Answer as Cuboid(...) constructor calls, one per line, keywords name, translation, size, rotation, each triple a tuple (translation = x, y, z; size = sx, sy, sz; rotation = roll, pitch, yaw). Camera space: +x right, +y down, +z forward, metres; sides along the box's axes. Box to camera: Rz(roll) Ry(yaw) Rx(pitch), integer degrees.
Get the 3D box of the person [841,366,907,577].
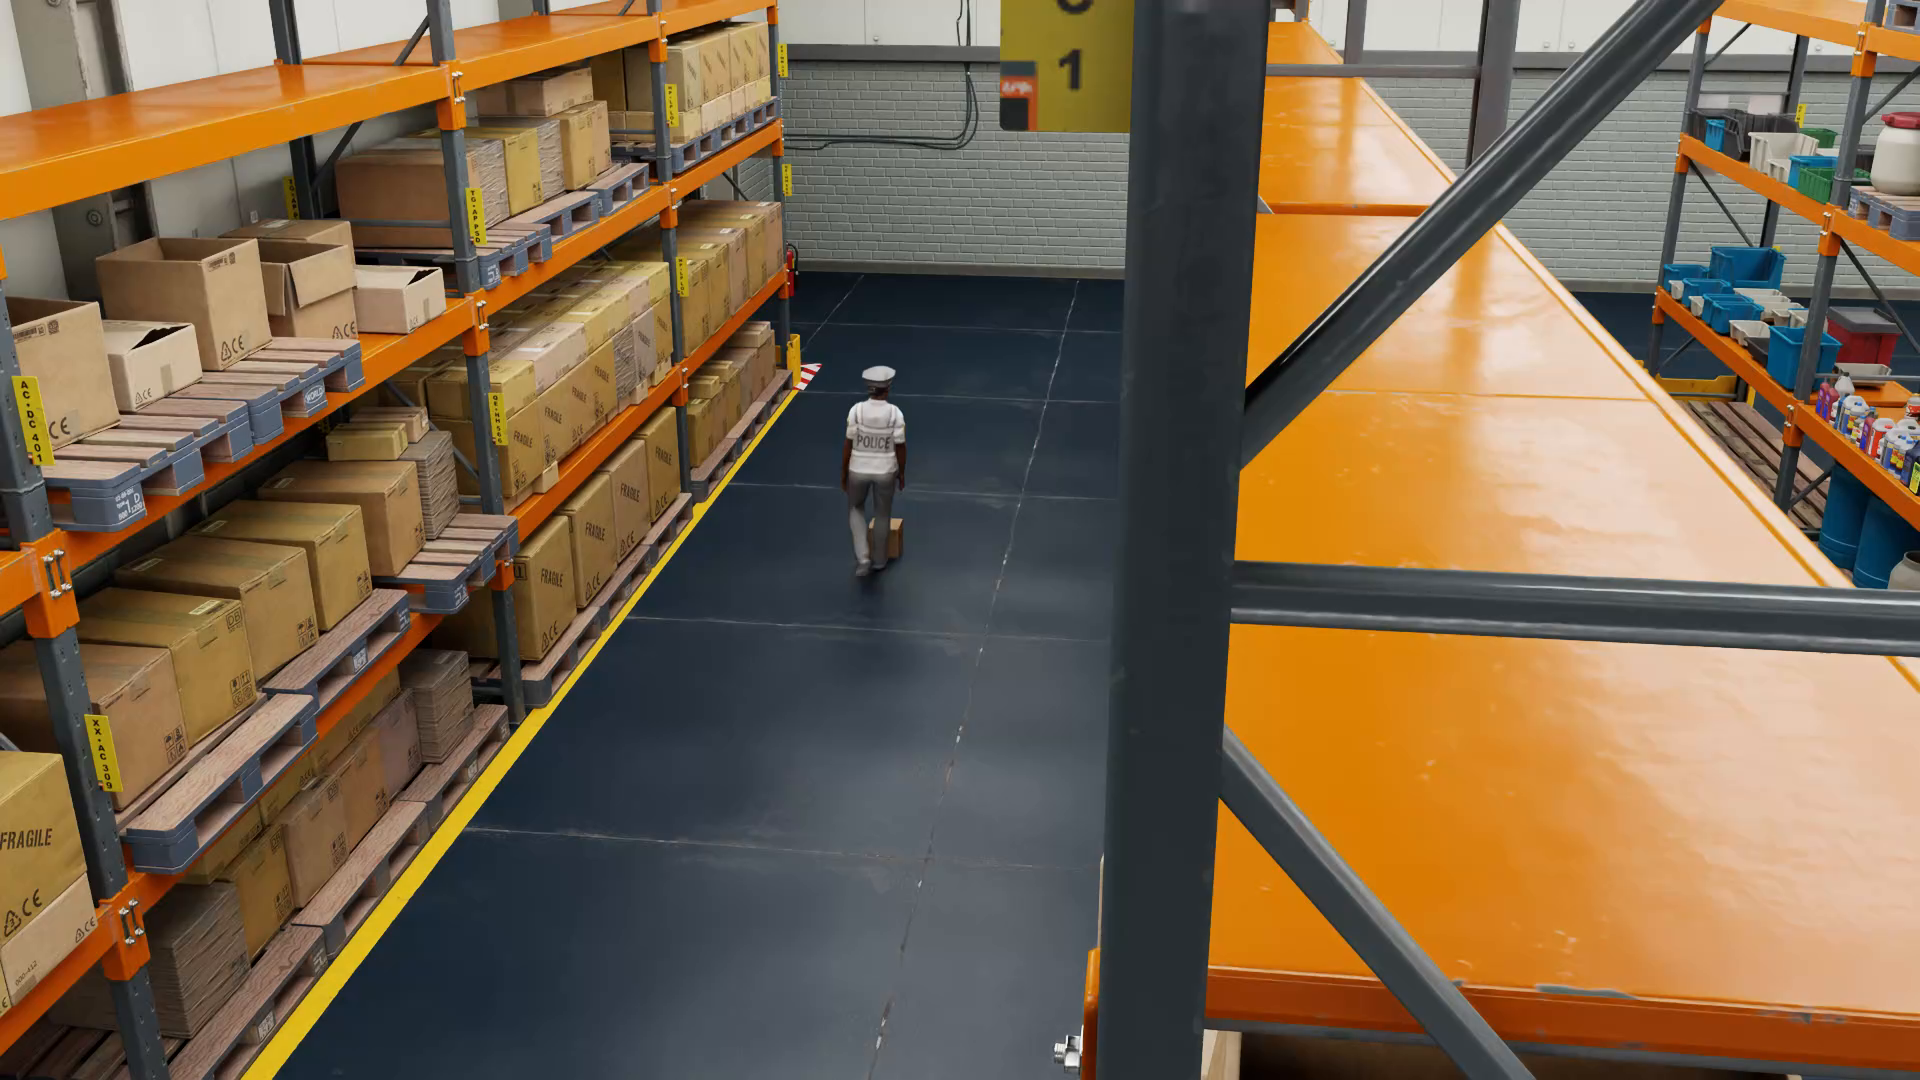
Cuboid(name="person", translation=(-0.663, -0.517, 12.833), size=(0.508, 1.703, 0.528), rotation=(-1, 21, -1))
